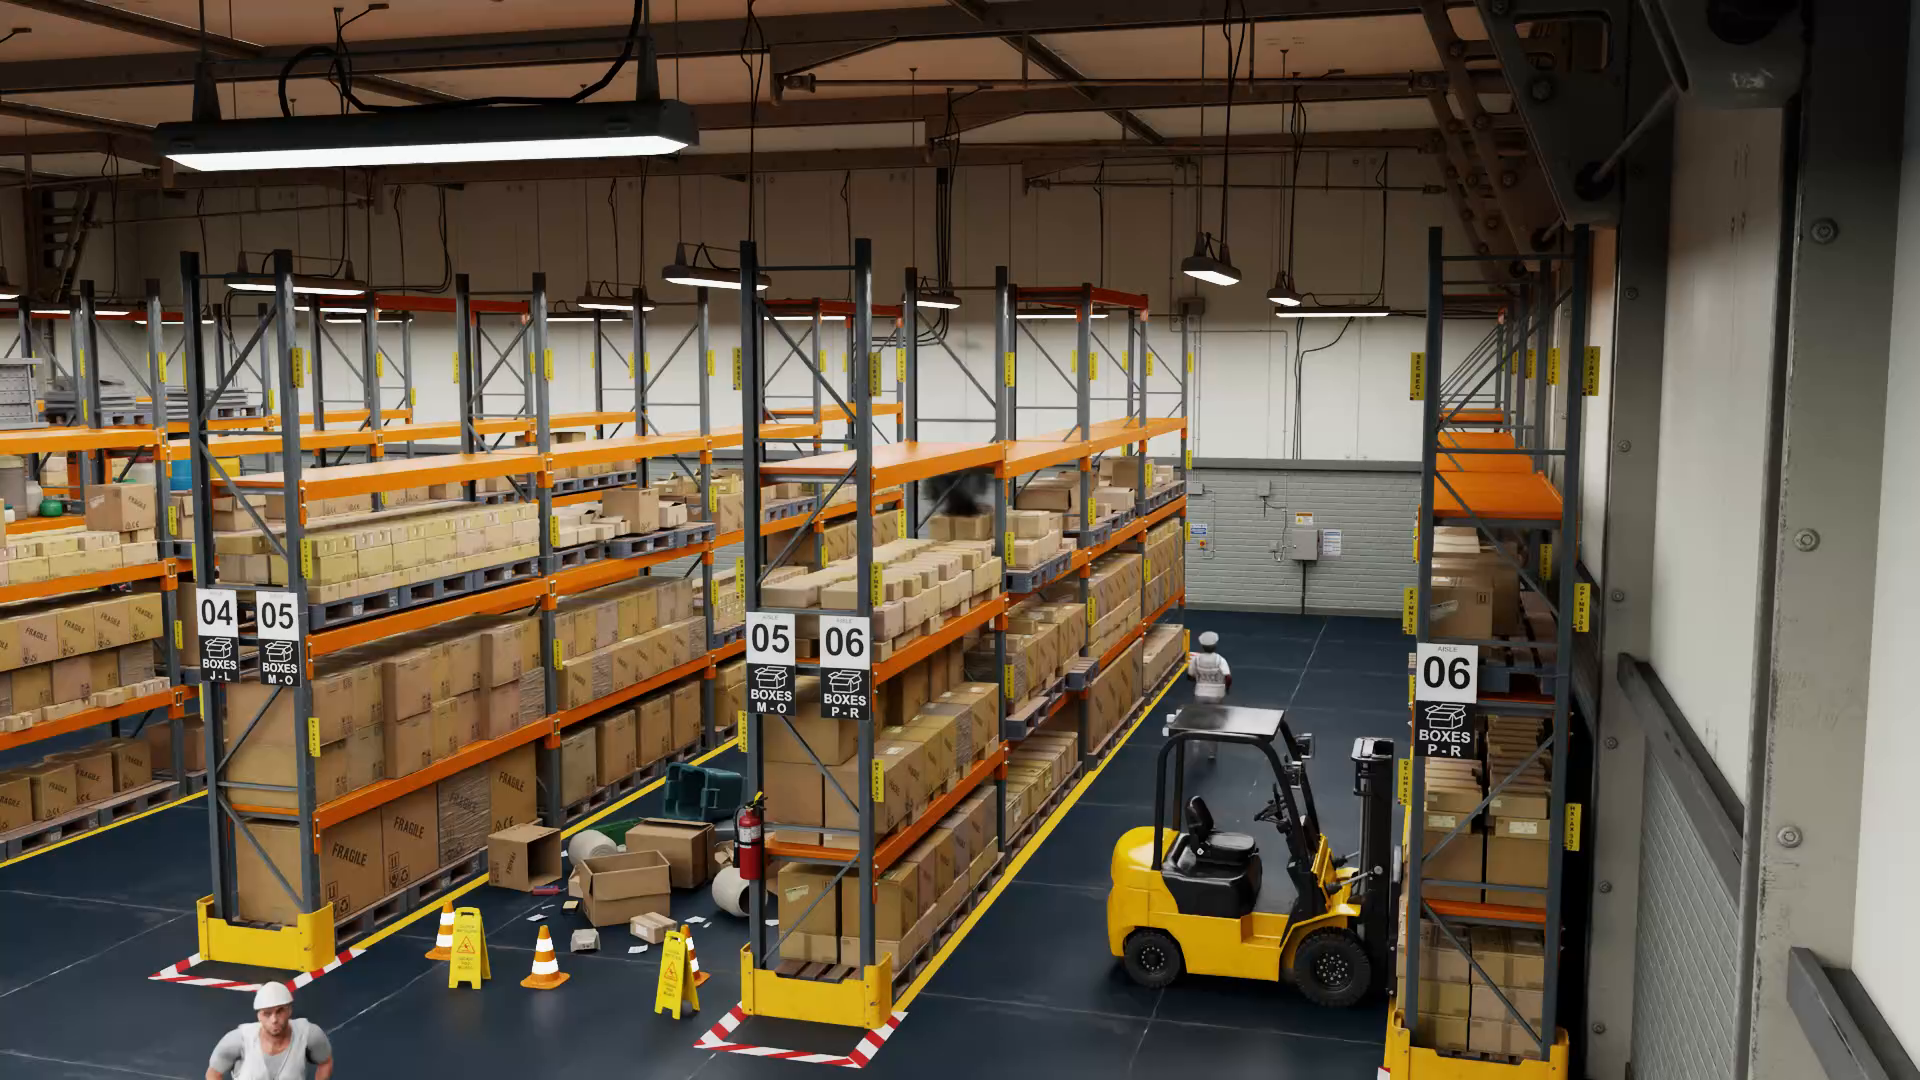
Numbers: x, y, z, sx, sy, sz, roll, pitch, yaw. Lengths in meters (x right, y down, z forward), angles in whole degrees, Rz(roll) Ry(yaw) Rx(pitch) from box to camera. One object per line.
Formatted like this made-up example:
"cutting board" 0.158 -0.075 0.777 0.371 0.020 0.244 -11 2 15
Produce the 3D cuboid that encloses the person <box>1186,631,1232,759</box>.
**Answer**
"person" 3.160 1.984 21.080 0.597 1.664 0.747 2 7 16

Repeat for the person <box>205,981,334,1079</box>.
"person" -3.863 3.278 9.353 0.662 1.759 0.895 -3 7 -23

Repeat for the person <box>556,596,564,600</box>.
"person" -5.602 1.686 23.342 0.674 1.832 0.785 0 6 4
